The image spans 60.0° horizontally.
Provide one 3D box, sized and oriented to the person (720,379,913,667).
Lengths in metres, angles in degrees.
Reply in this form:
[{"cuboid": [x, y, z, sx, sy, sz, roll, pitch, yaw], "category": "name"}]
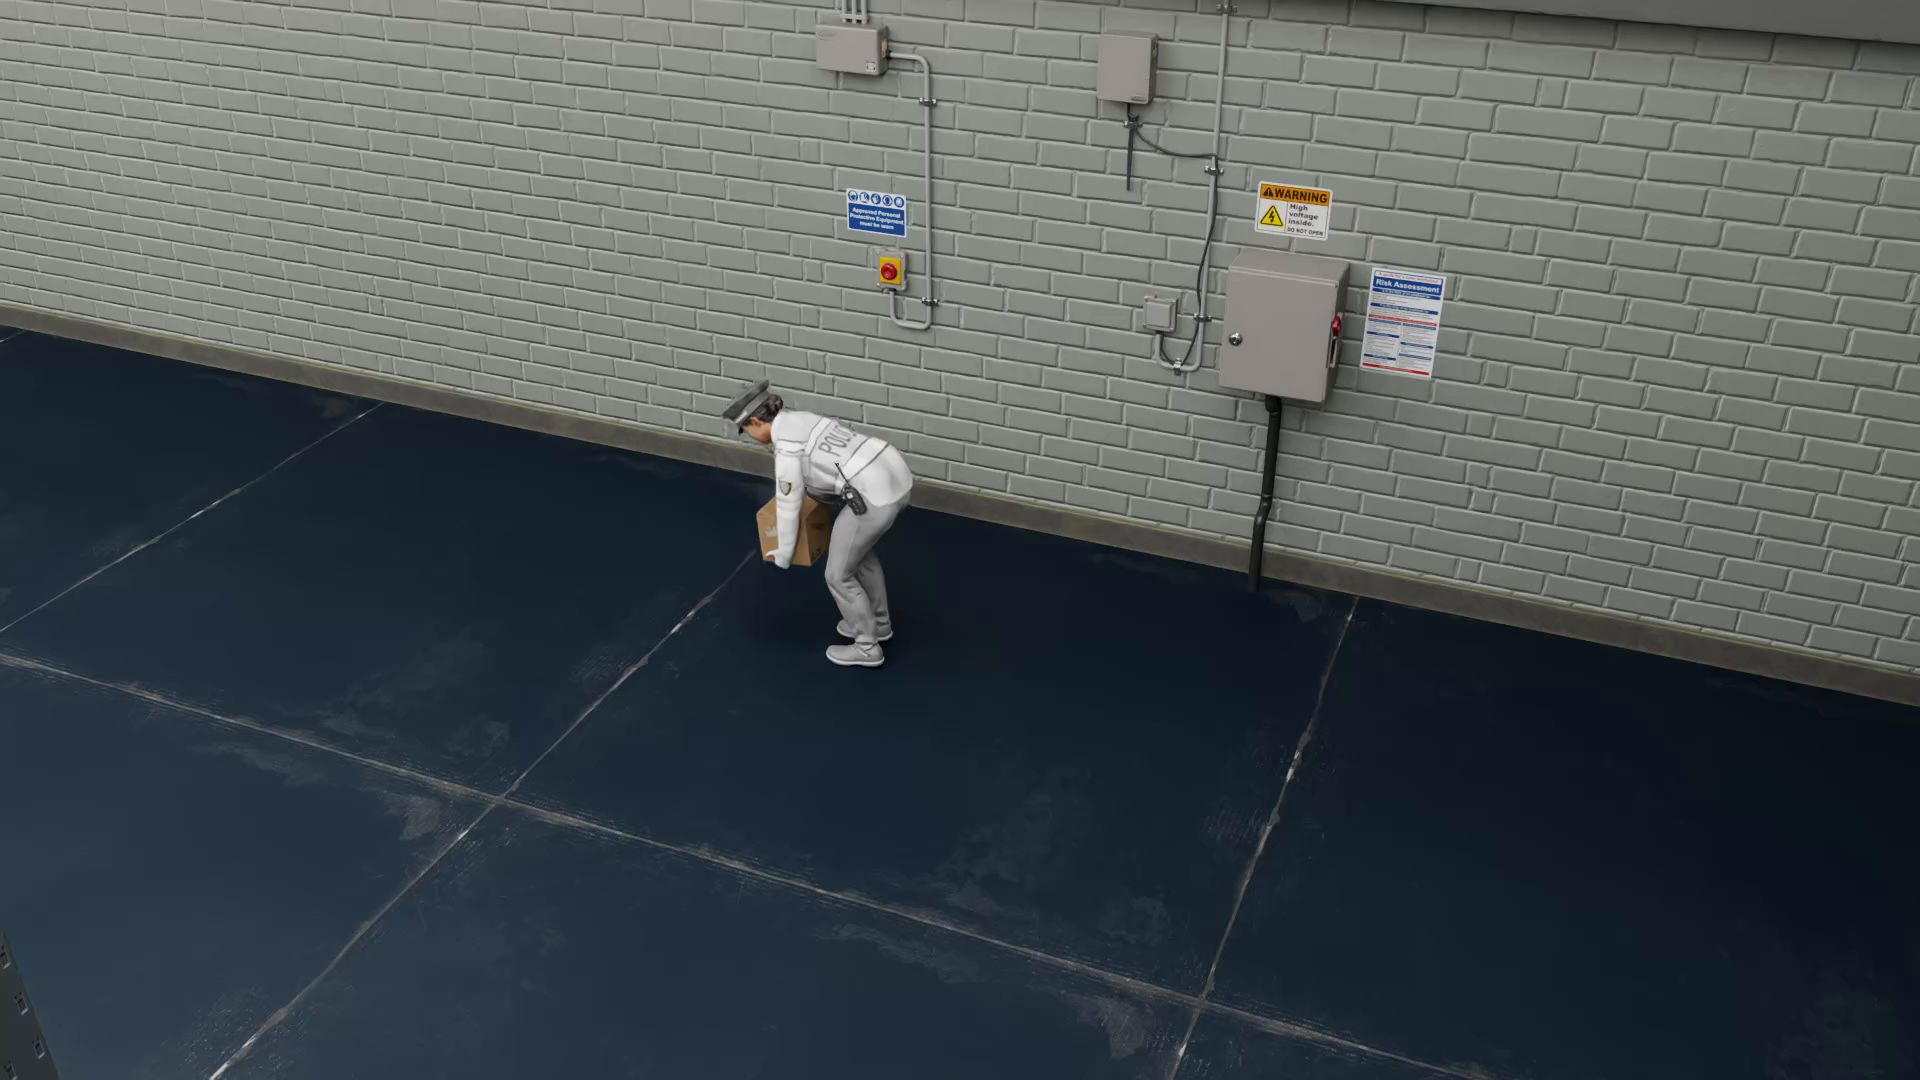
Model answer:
[{"cuboid": [-0.651, -0.085, 7.643, 0.887, 1.306, 0.402, 11, 31, 18], "category": "person"}]
